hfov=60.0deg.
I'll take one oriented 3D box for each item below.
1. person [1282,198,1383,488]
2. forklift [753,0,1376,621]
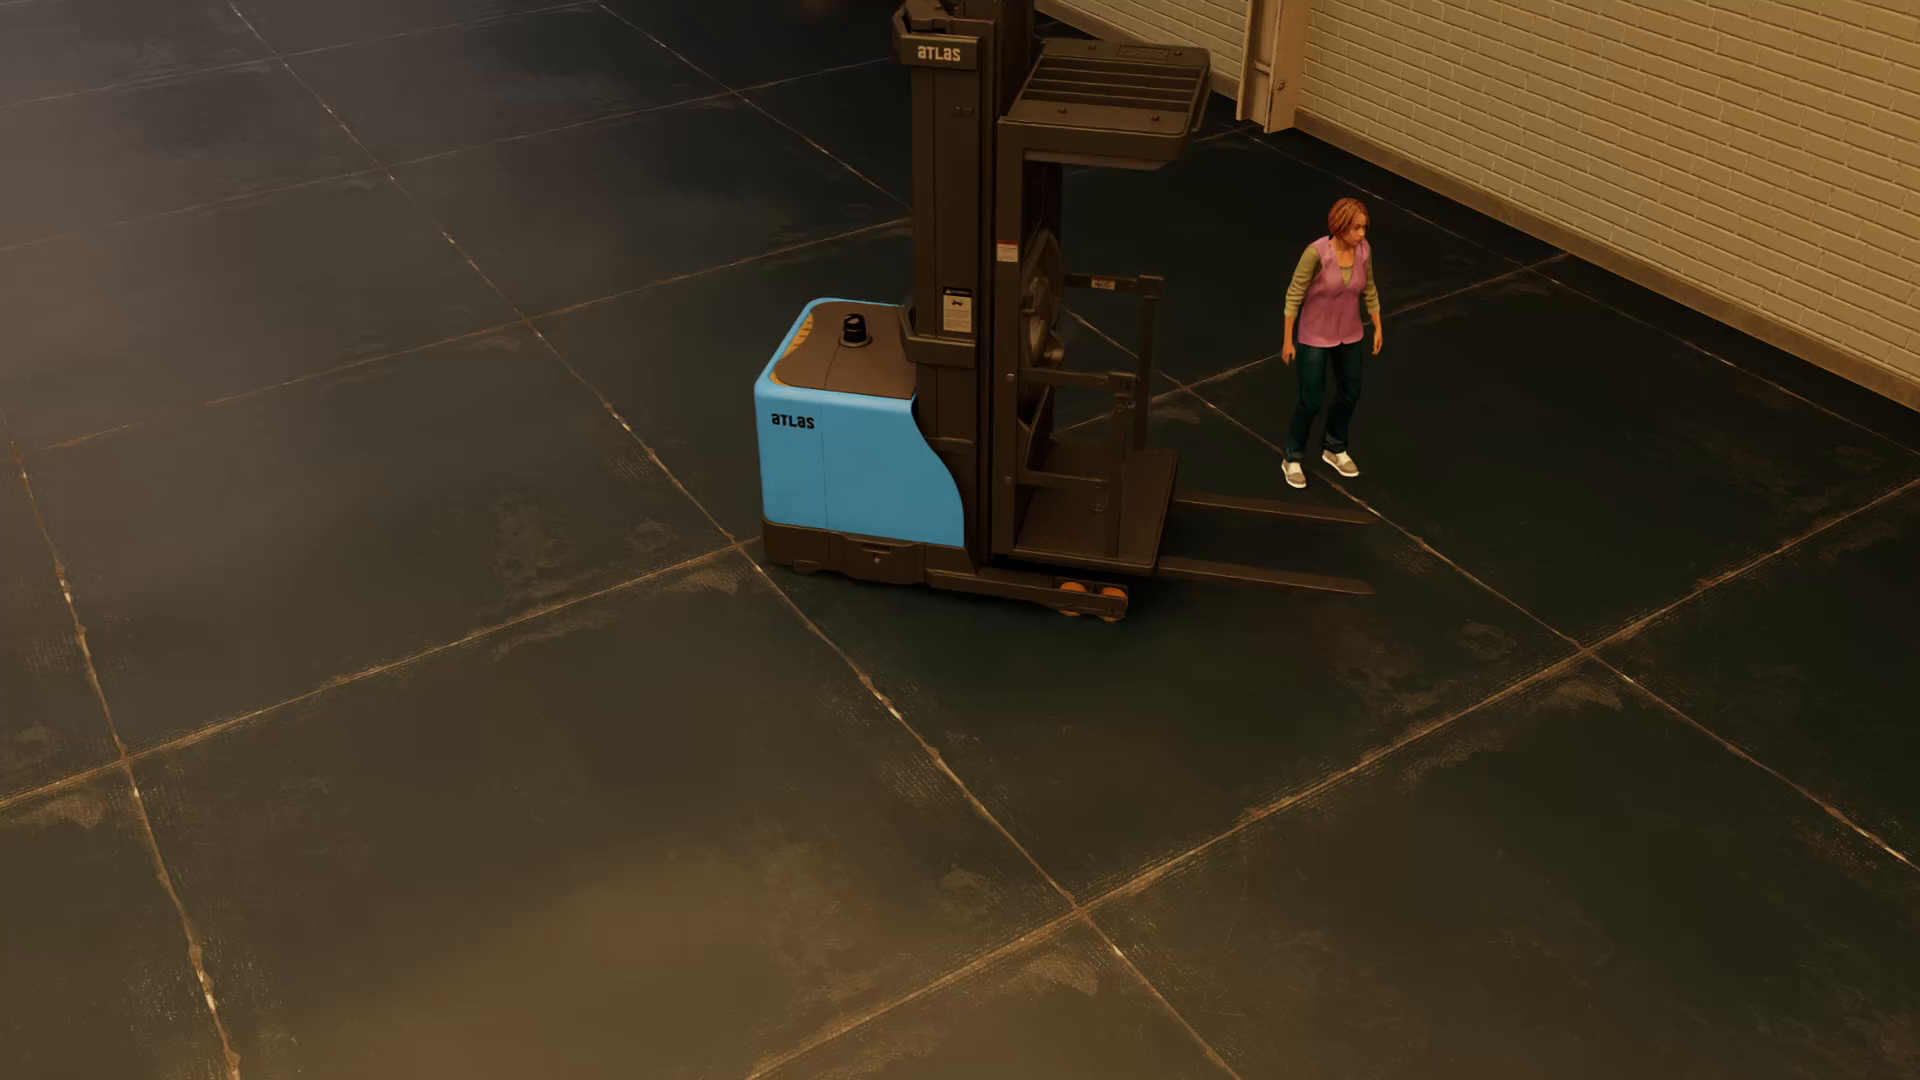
[{"bbox_3d":[1.976,-1.050,8.807,0.558,1.594,0.365,-11,37,-16],"label":"person"},{"bbox_3d":[0.572,-1.137,7.767,3.031,2.935,1.130,7,36,10],"label":"forklift"}]
